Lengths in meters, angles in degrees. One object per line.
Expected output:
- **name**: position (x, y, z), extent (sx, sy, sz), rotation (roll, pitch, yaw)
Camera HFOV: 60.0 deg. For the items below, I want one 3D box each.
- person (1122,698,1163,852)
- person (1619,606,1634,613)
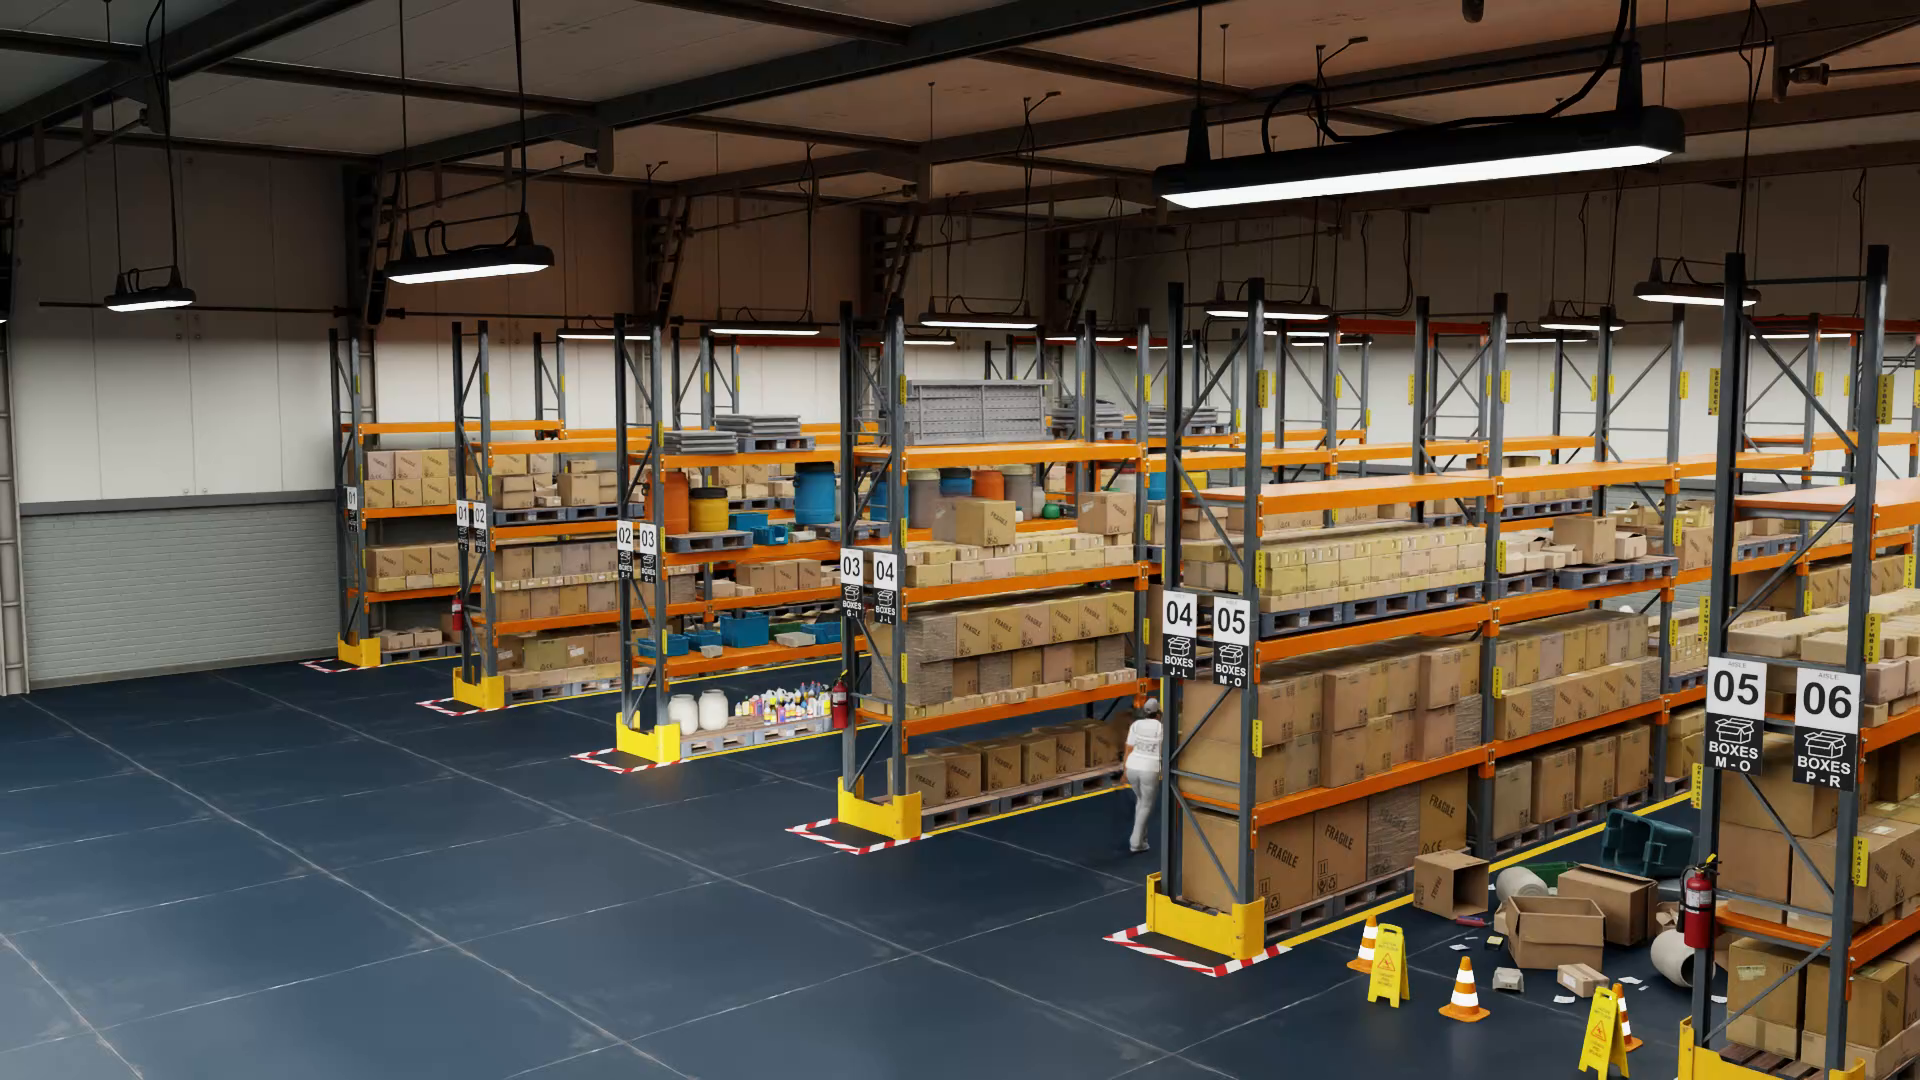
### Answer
- **person**: position (2.030, 2.566, 18.122), extent (0.508, 1.678, 0.602), rotation (4, 7, 37)
- **person**: position (9.919, 1.841, 24.861), extent (1.074, 1.715, 0.578), rotation (-5, 7, -41)
